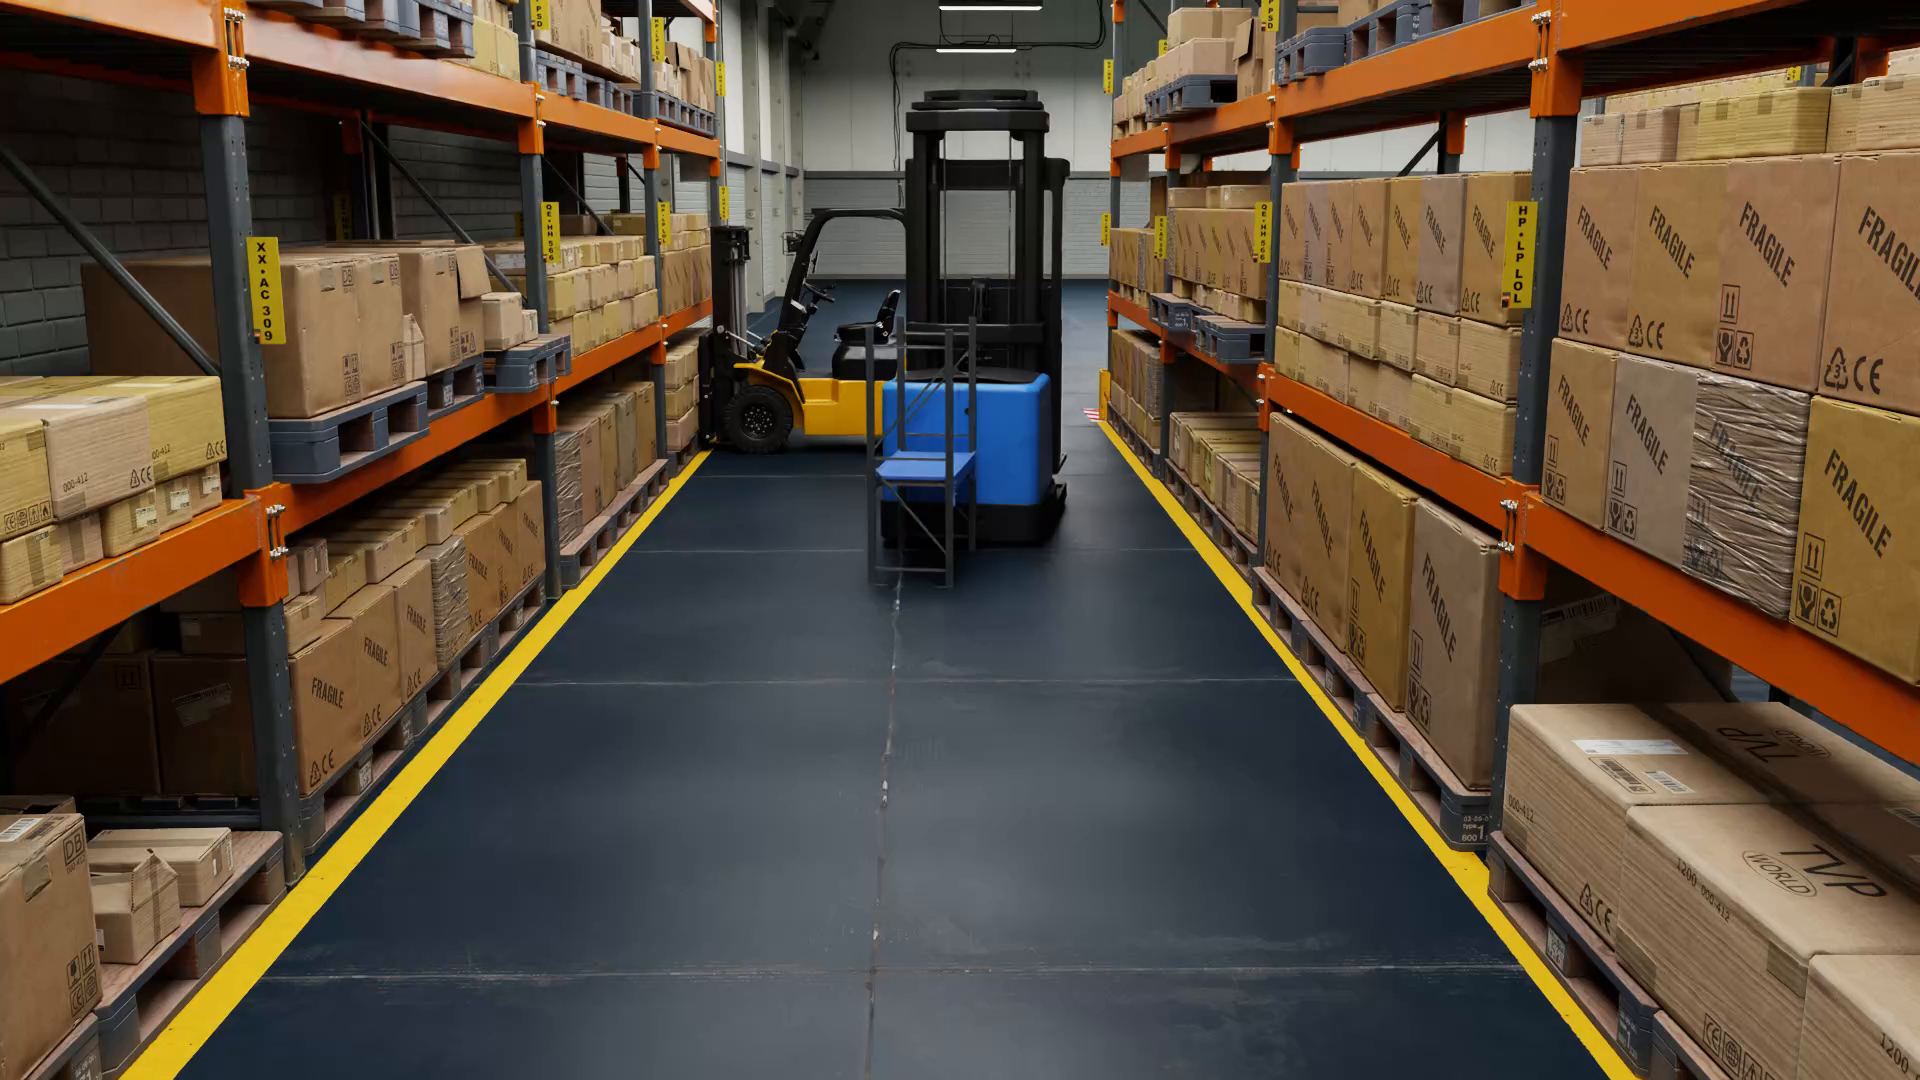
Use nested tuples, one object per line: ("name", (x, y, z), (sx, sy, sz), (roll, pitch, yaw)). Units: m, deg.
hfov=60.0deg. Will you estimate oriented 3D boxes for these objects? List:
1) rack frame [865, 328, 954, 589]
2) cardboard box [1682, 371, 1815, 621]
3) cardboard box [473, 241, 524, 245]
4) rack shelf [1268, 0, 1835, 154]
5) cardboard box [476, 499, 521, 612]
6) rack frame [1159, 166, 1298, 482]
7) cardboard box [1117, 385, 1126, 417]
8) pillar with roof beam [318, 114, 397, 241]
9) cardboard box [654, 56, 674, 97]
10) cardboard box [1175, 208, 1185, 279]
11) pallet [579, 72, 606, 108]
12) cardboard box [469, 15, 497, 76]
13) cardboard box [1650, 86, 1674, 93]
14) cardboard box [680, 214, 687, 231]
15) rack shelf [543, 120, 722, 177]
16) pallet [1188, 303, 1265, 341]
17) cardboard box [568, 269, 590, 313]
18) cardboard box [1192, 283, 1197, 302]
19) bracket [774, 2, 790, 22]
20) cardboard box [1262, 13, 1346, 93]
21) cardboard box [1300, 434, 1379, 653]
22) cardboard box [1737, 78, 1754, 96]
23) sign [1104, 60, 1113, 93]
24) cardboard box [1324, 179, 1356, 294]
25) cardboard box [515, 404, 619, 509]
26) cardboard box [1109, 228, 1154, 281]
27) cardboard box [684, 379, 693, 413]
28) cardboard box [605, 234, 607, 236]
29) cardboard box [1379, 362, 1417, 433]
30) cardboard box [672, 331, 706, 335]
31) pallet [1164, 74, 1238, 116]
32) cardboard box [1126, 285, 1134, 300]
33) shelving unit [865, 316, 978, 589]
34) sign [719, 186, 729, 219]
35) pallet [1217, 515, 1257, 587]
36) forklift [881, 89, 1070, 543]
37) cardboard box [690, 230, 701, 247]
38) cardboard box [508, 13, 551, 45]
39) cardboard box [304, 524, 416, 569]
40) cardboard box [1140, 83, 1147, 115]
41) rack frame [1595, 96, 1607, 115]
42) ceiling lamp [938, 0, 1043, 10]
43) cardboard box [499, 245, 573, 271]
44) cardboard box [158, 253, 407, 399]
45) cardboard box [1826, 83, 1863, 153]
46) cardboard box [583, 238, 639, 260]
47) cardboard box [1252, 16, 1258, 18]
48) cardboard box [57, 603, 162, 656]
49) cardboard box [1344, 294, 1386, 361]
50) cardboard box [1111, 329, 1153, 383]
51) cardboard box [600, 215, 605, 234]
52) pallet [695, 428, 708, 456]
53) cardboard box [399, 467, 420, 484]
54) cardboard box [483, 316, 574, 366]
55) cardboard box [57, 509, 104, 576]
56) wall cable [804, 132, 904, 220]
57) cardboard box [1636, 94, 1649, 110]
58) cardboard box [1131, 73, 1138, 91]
("rack frame", (-0.287, -0.461, 9.557), (0.500, 1.500, 0.032), (2, 12, 8))
("cardboard box", (2.040, -0.116, 3.833), (0.500, 0.500, 0.500), (0, 11, -1))
("cardboard box", (-3.024, -1.870, 10.848), (0.380, 0.149, 0.250), (0, 11, 0))
("rack shelf", (2.240, -1.875, 7.022), (1.077, 0.370, 4.000), (0, 11, -1))
("cardboard box", (-2.540, 0.068, 8.410), (0.500, 0.500, 0.500), (0, 11, -2))
("rack frame", (2.116, -1.950, 13.127), (1.000, 3.000, 0.127), (0, 11, -1))
("cardboard box", (1.777, -1.341, 15.982), (0.500, 0.250, 0.500), (0, 11, 1))
("pillar with roof beam", (0.613, -4.347, 9.854), (9.100, 9.000, 0.400), (0, 11, -1))
("cardboard box", (-2.620, -3.777, 13.502), (0.500, 0.311, 0.500), (0, 11, 0))
("cardboard box", (1.850, -2.157, 12.090), (0.500, 0.500, 0.500), (0, 11, -1))
("pallet", (-2.893, -2.868, 10.583), (1.003, 0.211, 1.213), (0, 11, 1))
("cardboard box", (-2.499, -2.329, 7.830), (0.500, 0.250, 0.500), (0, 11, -1))
("cardboard box", (6.757, -4.285, 15.411), (0.500, 0.250, 0.500), (0, 11, -2))
("cardboard box", (-2.673, -2.862, 14.989), (0.380, 0.149, 0.250), (0, 11, 0))
("rack shelf", (-2.887, -3.444, 14.756), (1.077, 0.370, 4.000), (0, 11, -1))
("pallet", (2.117, -1.454, 11.166), (1.003, 0.211, 1.213), (0, 11, -1))
("cardboard box", (-2.538, -1.494, 9.999), (0.500, 0.250, 0.500), (0, 11, 1))
("cardboard box", (1.854, -1.765, 11.789), (0.380, 0.149, 0.250), (0, 11, 0))
("bracket", (-3.895, -11.464, 35.879), (0.076, 0.066, 4.783), (0, 11, -1))
("cardboard box", (2.189, -2.862, 9.829), (0.700, 0.500, 0.500), (0, 11, -1))
("cardboard box", (2.145, -0.005, 7.825), (0.875, 0.875, 0.875), (0, 11, 0))
("cardboard box", (6.724, -3.765, 13.852), (0.380, 0.149, 0.250), (0, 11, 0))
("sign", (1.491, -4.641, 16.650), (0.100, 0.325, 0.005), (0, 11, -1))
("cardboard box", (1.980, -1.393, 7.617), (0.500, 0.500, 0.500), (0, 11, 0))
("cardboard box", (-2.798, -0.564, 11.209), (0.875, 0.625, 0.625), (-1, 11, -4))
("cardboard box", (1.766, -2.845, 16.537), (0.500, 0.500, 0.500), (0, 11, -2))
("cardboard box", (-2.560, -1.230, 14.179), (0.500, 0.250, 0.500), (0, 11, -1))
("cardboard box", (-3.190, -2.512, 14.016), (0.380, 0.149, 0.250), (0, 11, -1))
("cardboard box", (2.020, -0.576, 6.732), (0.500, 0.250, 0.500), (-1, 11, -3))
("cardboard box", (-2.591, -1.881, 16.129), (0.500, 0.250, 0.500), (0, 11, 0))
("pallet", (2.047, -2.999, 11.224), (1.213, 0.211, 1.003), (0, 11, -1))
("cardboard box", (1.776, -2.349, 15.723), (0.380, 0.149, 0.250), (0, 11, 0))
("shelving unit", (-0.217, -0.561, 10.051), (0.538, 1.500, 1.048), (2, 12, 8))
("sign", (-2.386, -3.407, 16.801), (0.100, 0.325, 0.005), (0, 11, -1))
("pallet", (2.184, 0.056, 10.251), (1.003, 0.211, 1.213), (0, 11, -1))
("forklift", (0.199, -1.663, 11.884), (1.130, 2.935, 3.031), (2, 12, 8))
("cardboard box", (-2.591, -2.768, 15.277), (0.380, 0.149, 0.250), (0, 11, -1))
("cardboard box", (-2.467, -2.815, 9.125), (0.380, 0.166, 0.250), (0, 11, -1))
("cardboard box", (-2.512, 0.031, 6.962), (0.380, 0.149, 0.250), (0, 11, 1))
("cardboard box", (1.831, -3.781, 14.236), (0.500, 0.250, 0.500), (0, 11, -2))
("rack frame", (6.981, -5.726, 16.649), (1.000, 3.000, 0.127), (0, 11, -1))
("ceiling lamp", (0.581, -11.787, 31.844), (2.000, 3.185, 0.800), (0, 11, -1))
("cardboard box", (-2.513, -1.669, 9.860), (0.380, 0.149, 0.250), (0, 11, 0))
("cardboard box", (-2.478, -0.794, 6.119), (0.700, 0.500, 0.500), (0, 11, -1))
("cardboard box", (2.105, -0.899, 3.550), (0.380, 0.149, 0.250), (0, 11, -1))
("cardboard box", (-2.503, -2.077, 11.870), (0.380, 0.149, 0.250), (-1, 11, -3))
("cardboard box", (2.256, -3.683, 12.187), (0.500, 0.250, 0.500), (0, 11, 0))
("cardboard box", (-2.977, 0.291, 5.681), (0.380, 0.149, 0.250), (-1, 11, -3))
("cardboard box", (1.967, -0.922, 7.179), (0.500, 0.250, 0.500), (0, 11, 0))
("cardboard box", (1.775, -1.805, 16.384), (0.500, 0.500, 0.500), (-1, 11, -3))
("cardboard box", (-3.137, -2.606, 13.731), (0.380, 0.149, 0.250), (0, 11, -2))
("pallet", (-2.849, -0.964, 15.279), (1.003, 0.211, 1.213), (0, 11, -1))
("cardboard box", (-3.064, -0.328, 8.729), (0.380, 0.149, 0.250), (0, 11, 2))
("cardboard box", (-2.528, -1.150, 9.558), (0.500, 0.250, 0.500), (0, 11, -1))
("cardboard box", (-2.387, 0.002, 4.136), (0.380, 0.149, 0.250), (0, 11, 0))
("wall cable", (-3.174, -10.555, 48.262), (3.097, 2.526, 0.112), (0, 11, -1))
("cardboard box", (6.684, -4.167, 15.835), (0.380, 0.149, 0.250), (0, 11, -1))
("cardboard box", (1.757, -4.160, 15.103), (0.380, 0.149, 0.250), (0, 11, 0))
